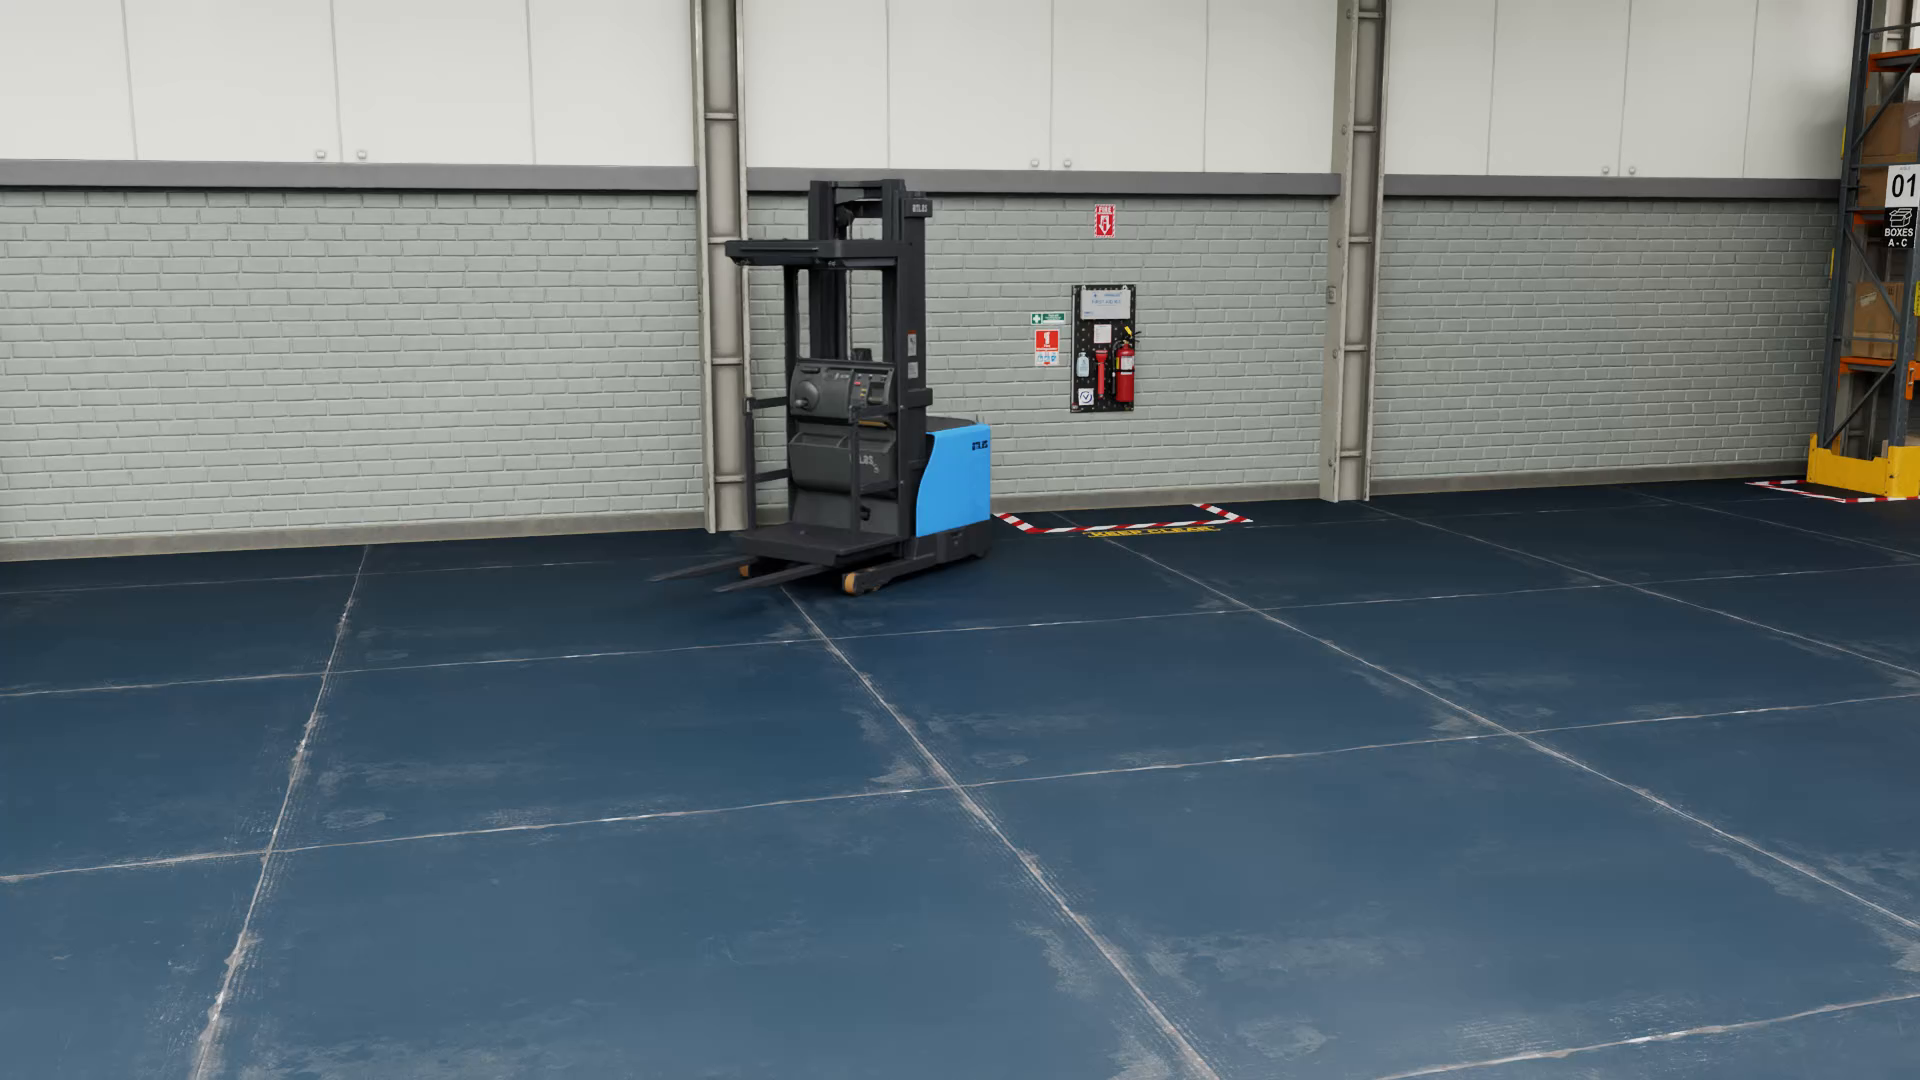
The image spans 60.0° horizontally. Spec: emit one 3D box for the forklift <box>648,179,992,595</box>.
[{"bbox_3d":[-0.997,-1.142,12.154,1.130,2.935,3.031,7,13,34],"label":"forklift"}]

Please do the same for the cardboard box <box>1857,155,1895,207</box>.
[{"bbox_3d":[9.402,-3.592,16.657,0.500,0.500,0.500,-2,11,-12],"label":"cardboard box"}]

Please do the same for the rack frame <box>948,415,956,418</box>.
[{"bbox_3d":[-0.066,-0.513,13.933,0.008,1.050,0.200,-3,11,-16],"label":"rack frame"}]

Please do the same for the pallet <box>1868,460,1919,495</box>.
[{"bbox_3d":[9.935,-0.660,17.049,1.213,0.211,1.003,-3,11,-16],"label":"pallet"}]

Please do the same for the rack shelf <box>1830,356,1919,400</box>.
[{"bbox_3d":[10.992,-1.740,17.201,4.000,0.370,1.077,-3,11,-16],"label":"rack shelf"}]

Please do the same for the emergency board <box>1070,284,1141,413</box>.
[{"bbox_3d":[1.358,-1.756,15.302,0.643,1.169,0.194,-3,11,-16],"label":"emergency board"}]

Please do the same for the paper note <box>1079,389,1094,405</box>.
[{"bbox_3d":[1.169,-1.326,15.399,0.142,0.148,0.016,-3,11,-16],"label":"paper note"}]

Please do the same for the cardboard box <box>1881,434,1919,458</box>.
[{"bbox_3d":[9.761,-0.906,16.895,0.500,0.311,0.500,-4,11,-22],"label":"cardboard box"}]

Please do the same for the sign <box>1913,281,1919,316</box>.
[{"bbox_3d":[9.224,-2.324,15.995,0.005,0.325,0.100,-3,11,-16],"label":"sign"}]

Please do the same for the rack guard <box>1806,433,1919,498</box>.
[{"bbox_3d":[9.145,-0.767,16.833,0.348,0.500,1.175,-3,11,-16],"label":"rack guard"}]

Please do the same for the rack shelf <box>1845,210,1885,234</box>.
[{"bbox_3d":[10.992,-3.215,16.929,4.000,0.370,1.077,-3,11,-16],"label":"rack shelf"}]

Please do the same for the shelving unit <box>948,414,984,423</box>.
[{"bbox_3d":[0.051,-0.519,13.966,0.252,1.050,0.215,-3,11,-16],"label":"shelving unit"}]

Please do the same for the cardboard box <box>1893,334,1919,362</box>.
[{"bbox_3d":[9.629,-1.898,16.432,0.500,0.250,0.500,-3,11,-18],"label":"cardboard box"}]

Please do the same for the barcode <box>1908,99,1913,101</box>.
[{"bbox_3d":[9.614,-4.427,16.828,0.075,0.075,0.001,-3,11,-16],"label":"barcode"}]

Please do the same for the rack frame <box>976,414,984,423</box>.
[{"bbox_3d":[0.169,-0.525,14.000,0.008,1.050,0.200,-3,11,-16],"label":"rack frame"}]

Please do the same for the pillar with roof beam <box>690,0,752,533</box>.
[{"bbox_3d":[-0.816,-3.773,9.688,0.400,9.000,9.100,-3,11,-16],"label":"pillar with roof beam"}]

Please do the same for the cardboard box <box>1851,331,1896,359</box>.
[{"bbox_3d":[9.467,-1.986,16.909,0.500,0.250,0.500,-3,11,-15],"label":"cardboard box"}]

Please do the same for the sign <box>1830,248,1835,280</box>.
[{"bbox_3d":[8.936,-2.815,16.982,0.005,0.325,0.100,-3,11,-16],"label":"sign"}]

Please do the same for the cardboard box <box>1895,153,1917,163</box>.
[{"bbox_3d":[9.463,-3.500,16.159,0.500,0.500,0.500,-3,11,-14],"label":"cardboard box"}]

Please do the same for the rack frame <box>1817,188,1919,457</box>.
[{"bbox_3d":[9.072,-1.993,16.586,0.127,3.000,1.000,-3,11,-16],"label":"rack frame"}]

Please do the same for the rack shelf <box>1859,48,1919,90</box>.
[{"bbox_3d":[10.992,-4.689,16.658,4.000,0.370,1.077,-3,11,-16],"label":"rack shelf"}]

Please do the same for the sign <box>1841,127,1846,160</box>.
[{"bbox_3d":[8.936,-4.001,16.764,0.005,0.325,0.100,-3,11,-16],"label":"sign"}]

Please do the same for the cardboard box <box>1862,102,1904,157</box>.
[{"bbox_3d":[9.413,-4.086,16.578,0.500,0.500,0.500,-3,11,-13],"label":"cardboard box"}]

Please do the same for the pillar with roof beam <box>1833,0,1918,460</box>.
[{"bbox_3d":[10.706,-4.381,12.987,0.400,9.000,9.100,-3,11,-16],"label":"pillar with roof beam"}]

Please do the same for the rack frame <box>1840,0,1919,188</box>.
[{"bbox_3d":[9.072,-4.943,16.043,0.127,3.000,1.000,-3,11,-16],"label":"rack frame"}]

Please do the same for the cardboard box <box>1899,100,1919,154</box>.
[{"bbox_3d":[9.510,-3.996,16.089,0.500,0.500,0.500,-4,11,-20],"label":"cardboard box"}]

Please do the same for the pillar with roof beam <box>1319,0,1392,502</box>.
[{"bbox_3d":[4.945,-4.077,11.337,0.400,9.000,9.100,-3,11,-16],"label":"pillar with roof beam"}]

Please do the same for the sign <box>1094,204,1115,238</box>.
[{"bbox_3d":[1.322,-2.913,15.184,0.199,0.298,0.001,-3,11,-16],"label":"sign"}]

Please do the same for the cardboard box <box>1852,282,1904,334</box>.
[{"bbox_3d":[9.465,-2.358,16.860,0.500,0.500,0.500,-3,11,-17],"label":"cardboard box"}]

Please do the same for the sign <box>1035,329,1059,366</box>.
[{"bbox_3d":[0.798,-1.764,15.245,0.234,0.329,0.001,-3,11,-16],"label":"sign"}]

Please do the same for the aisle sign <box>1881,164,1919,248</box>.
[{"bbox_3d":[9.087,-3.215,16.047,0.004,0.787,0.394,-3,11,-16],"label":"aisle sign"}]

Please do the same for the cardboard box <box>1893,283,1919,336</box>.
[{"bbox_3d":[9.614,-2.269,16.377,0.500,0.500,0.500,-3,11,-16],"label":"cardboard box"}]

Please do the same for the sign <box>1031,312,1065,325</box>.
[{"bbox_3d":[0.805,-2.023,15.189,0.331,0.109,0.001,-3,11,-16],"label":"sign"}]
